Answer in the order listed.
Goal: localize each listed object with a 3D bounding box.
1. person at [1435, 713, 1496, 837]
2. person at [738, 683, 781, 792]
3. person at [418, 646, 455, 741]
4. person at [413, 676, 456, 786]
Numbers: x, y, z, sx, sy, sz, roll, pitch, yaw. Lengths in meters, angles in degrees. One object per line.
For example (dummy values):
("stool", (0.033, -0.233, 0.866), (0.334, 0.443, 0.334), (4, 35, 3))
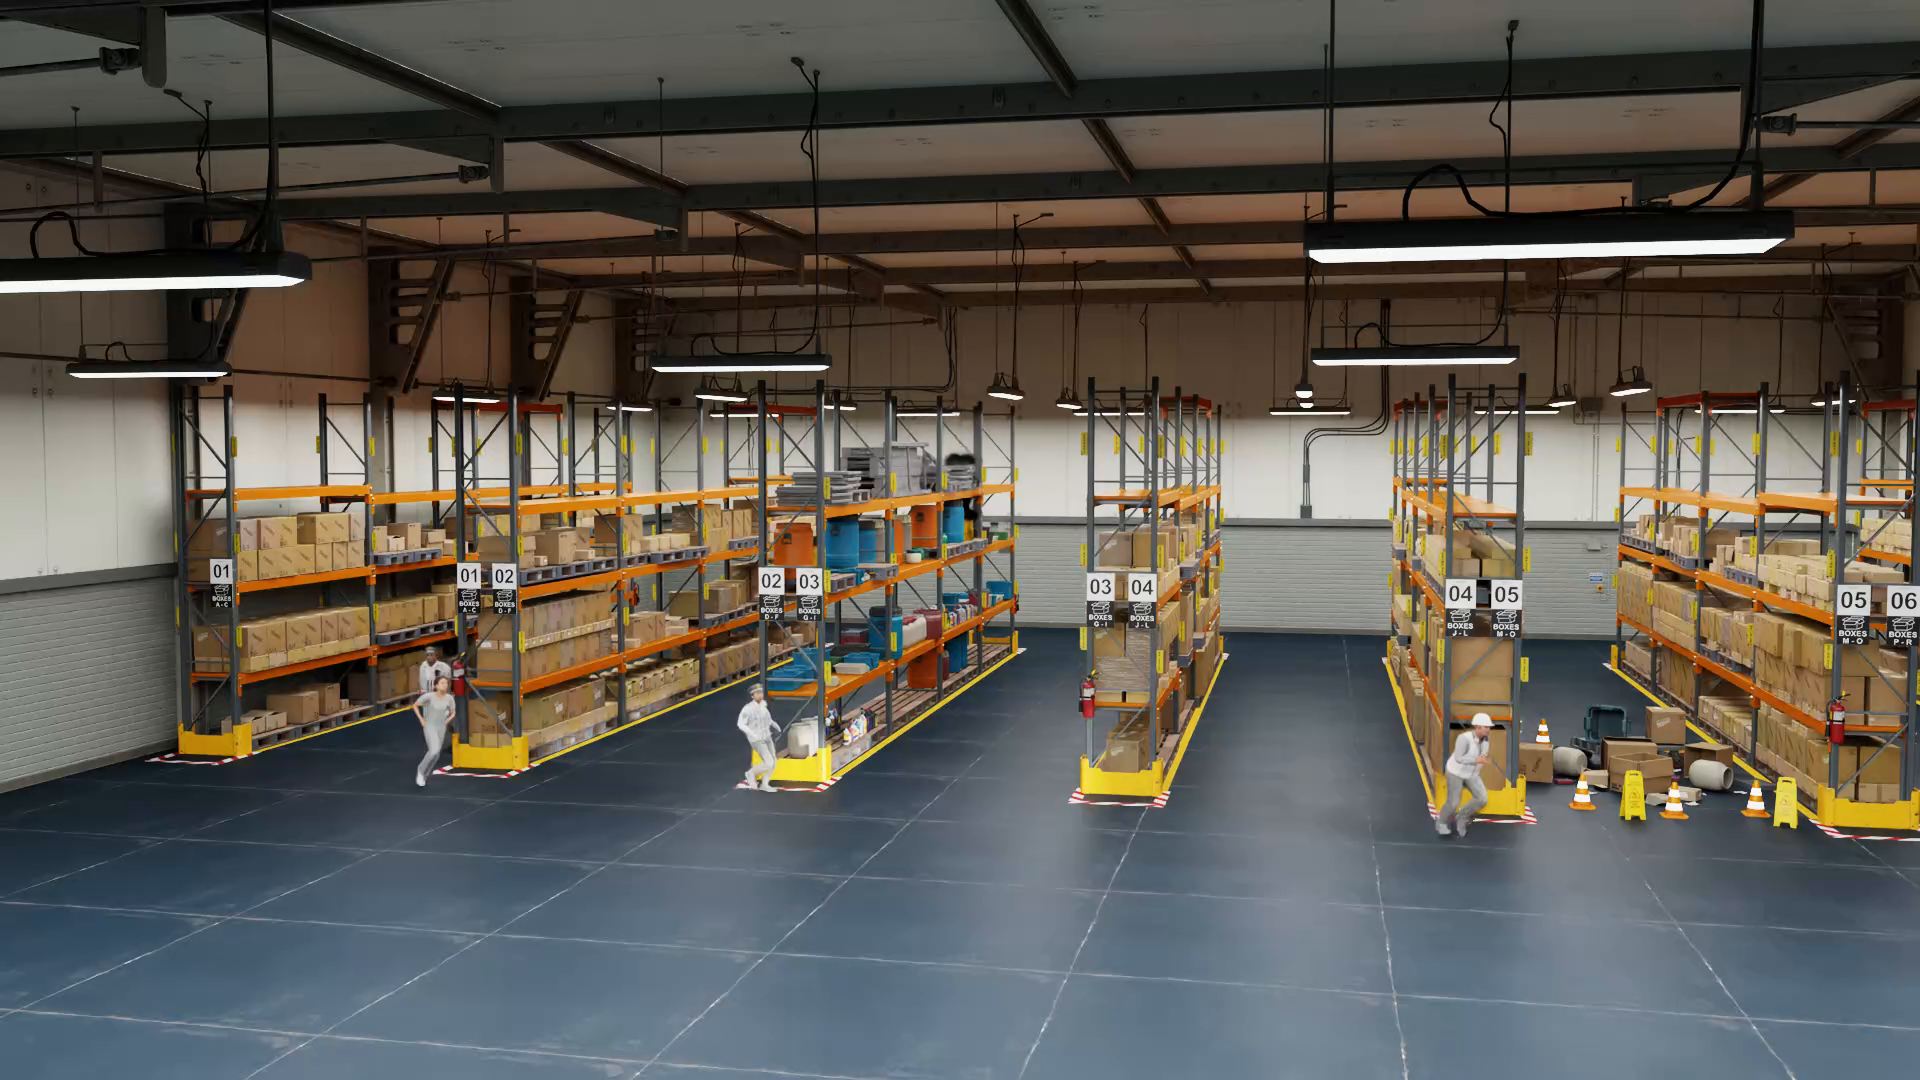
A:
("person", (6.478, 2.983, 21.170), (0.685, 1.643, 0.935), (-2, 4, -28))
("person", (-2.880, 2.859, 23.969), (0.522, 1.625, 0.622), (2, 4, 28))
("person", (-8.618, 2.609, 27.363), (0.688, 1.771, 0.850), (1, 3, 10))
("person", (-7.728, 2.811, 24.544), (0.567, 1.623, 0.595), (3, 4, 44))
